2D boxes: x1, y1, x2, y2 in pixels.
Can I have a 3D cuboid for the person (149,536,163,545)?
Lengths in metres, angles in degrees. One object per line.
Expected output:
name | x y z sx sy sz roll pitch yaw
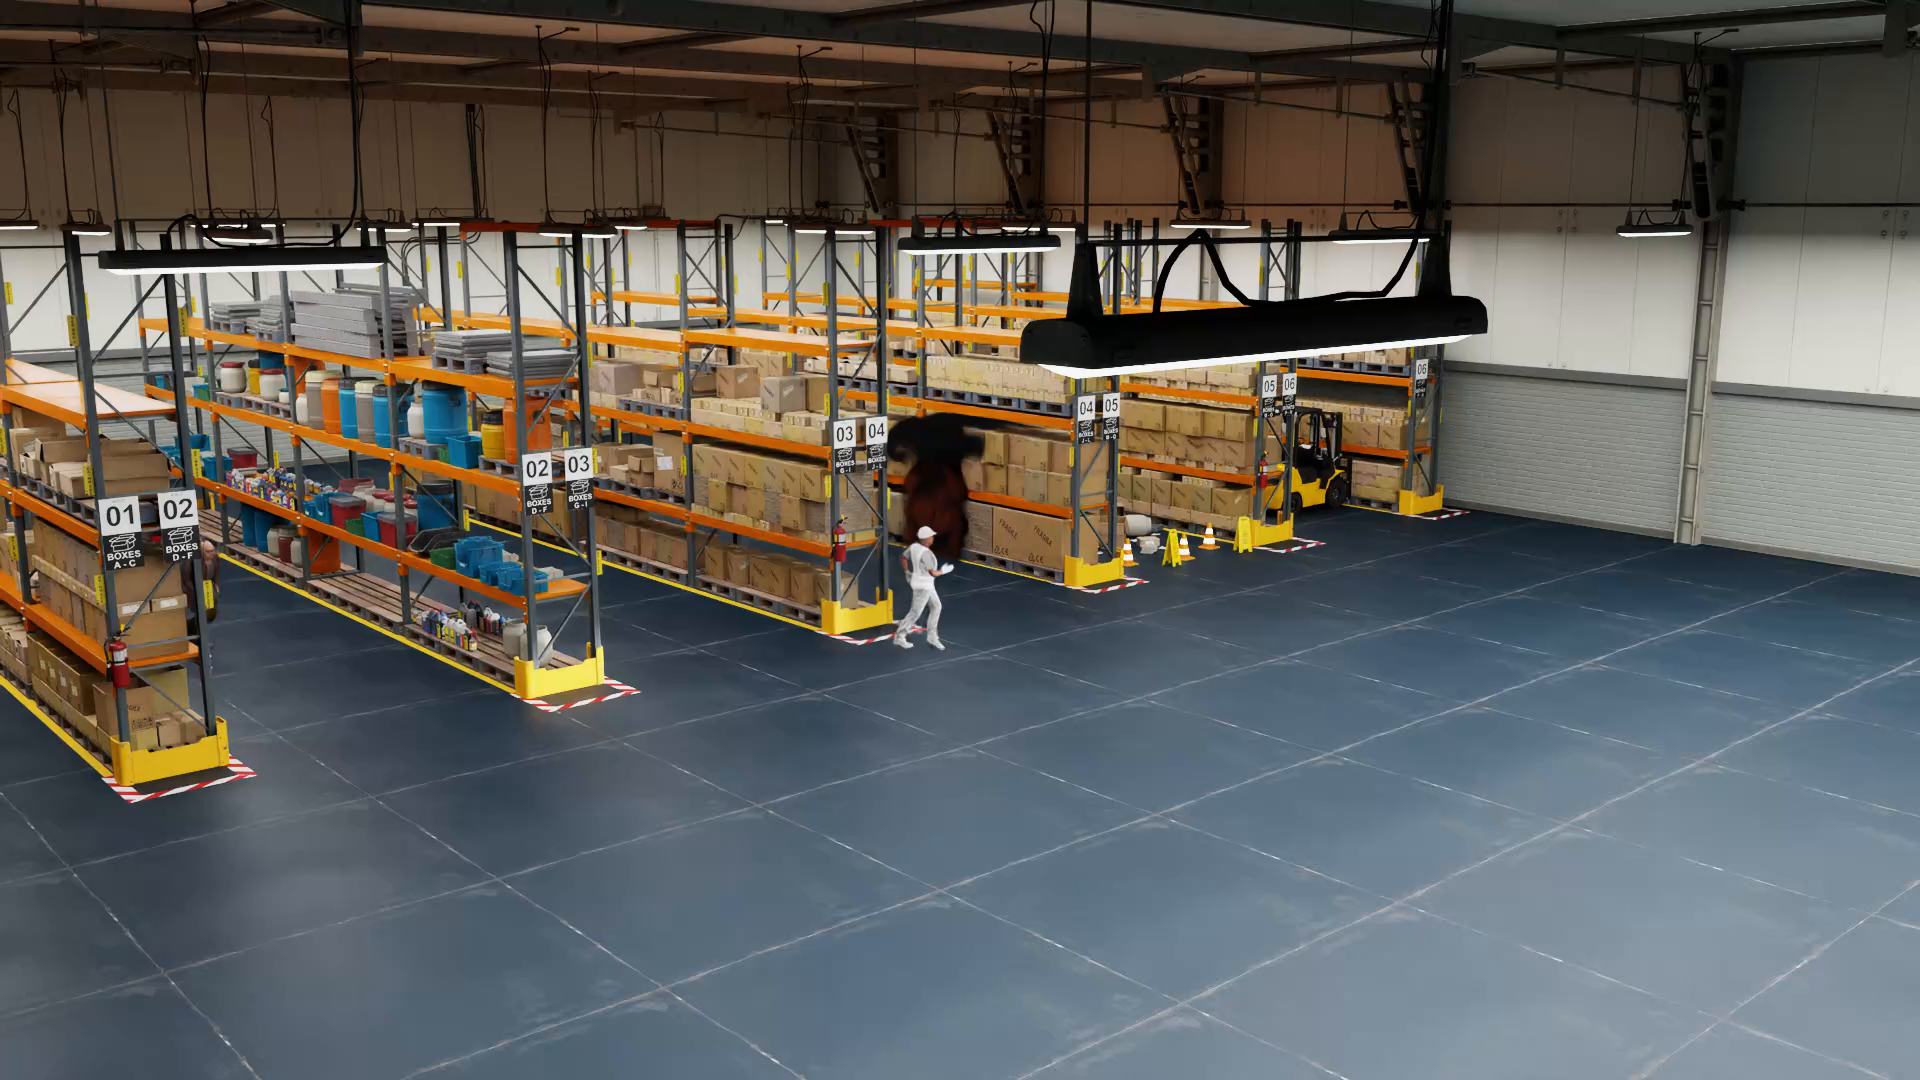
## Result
person | -13.049 0.150 26.873 0.672 1.681 0.692 -8 14 -35

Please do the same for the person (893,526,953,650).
person | -0.535 0.713 23.814 0.879 1.842 0.642 -1 11 -6

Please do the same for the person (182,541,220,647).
person | -10.986 0.770 23.945 0.895 1.616 0.676 4 12 19
